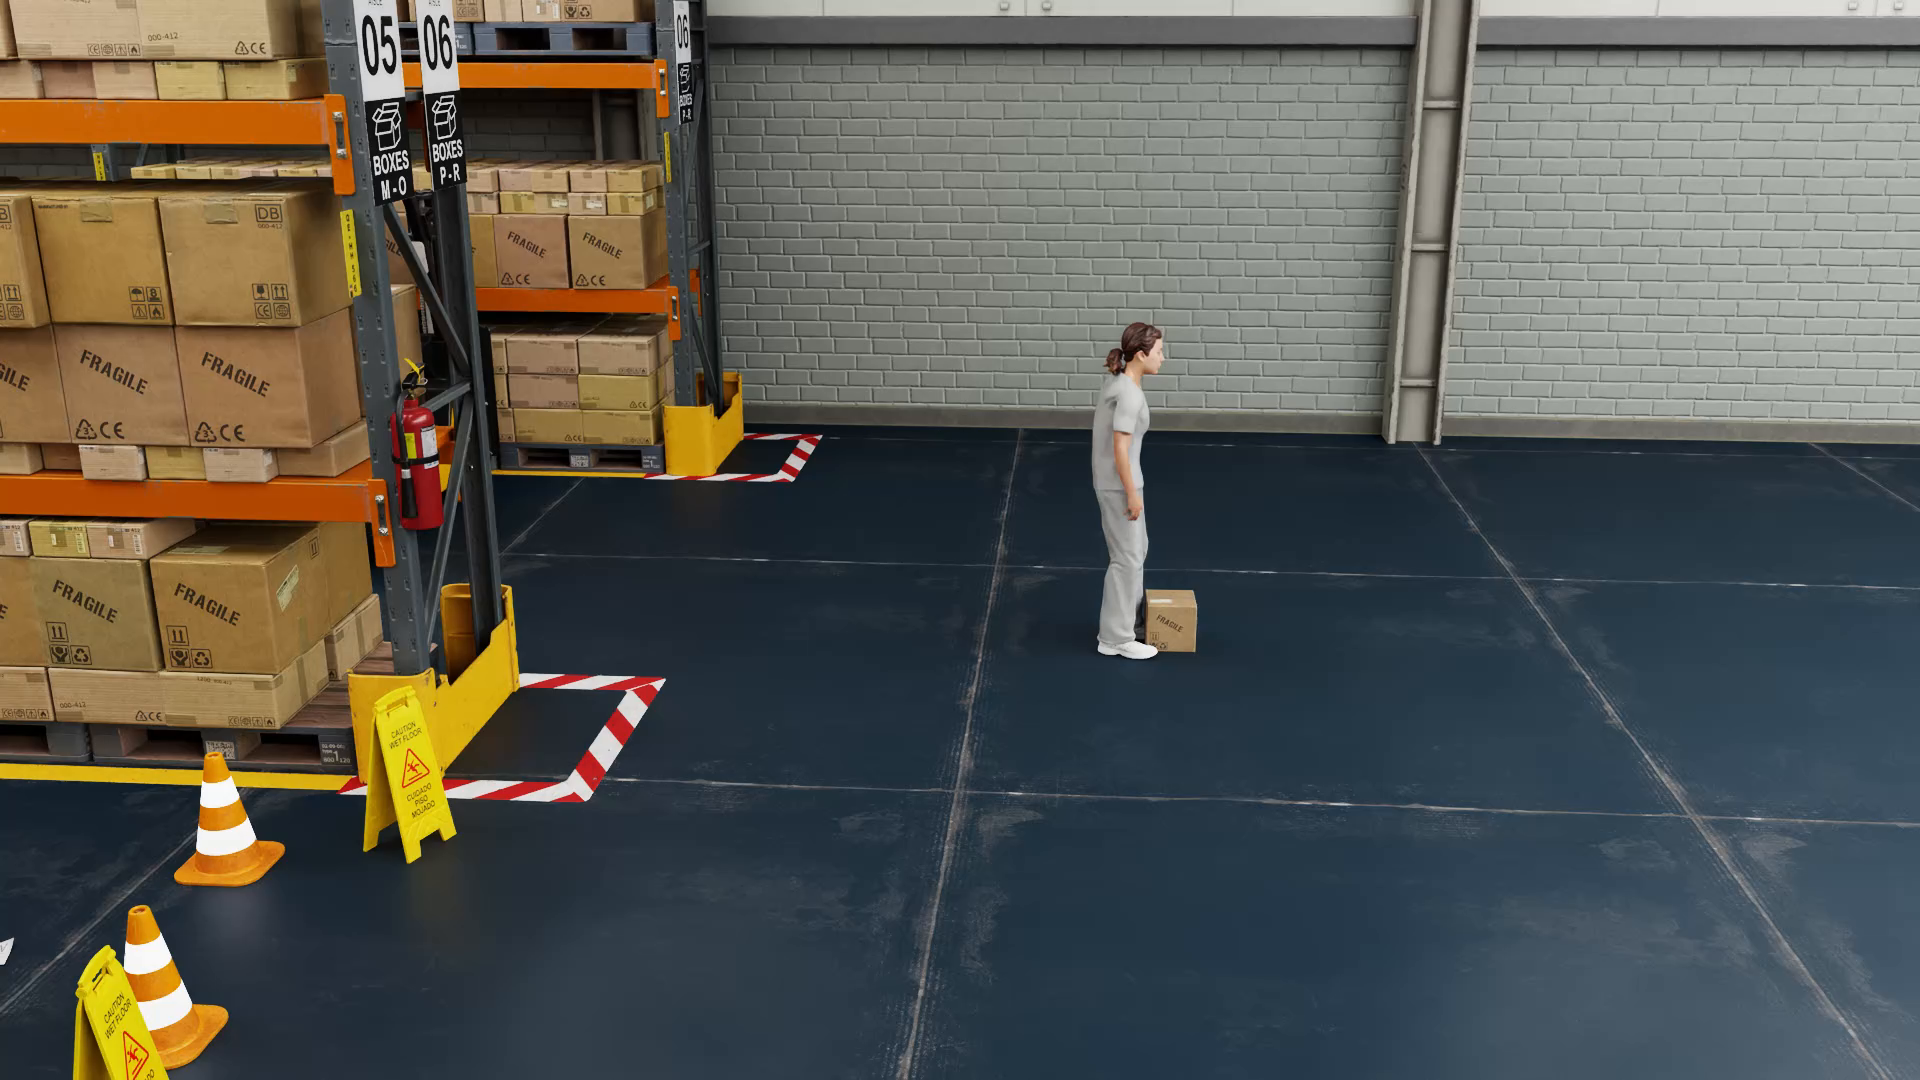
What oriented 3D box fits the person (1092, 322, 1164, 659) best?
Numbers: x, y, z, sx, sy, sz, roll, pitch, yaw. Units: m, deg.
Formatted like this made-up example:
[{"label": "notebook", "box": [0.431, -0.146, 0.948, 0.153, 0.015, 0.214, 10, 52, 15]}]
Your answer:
[{"label": "person", "box": [0.863, -0.263, 8.383, 0.404, 1.673, 0.490, 1, 18, 4]}]
